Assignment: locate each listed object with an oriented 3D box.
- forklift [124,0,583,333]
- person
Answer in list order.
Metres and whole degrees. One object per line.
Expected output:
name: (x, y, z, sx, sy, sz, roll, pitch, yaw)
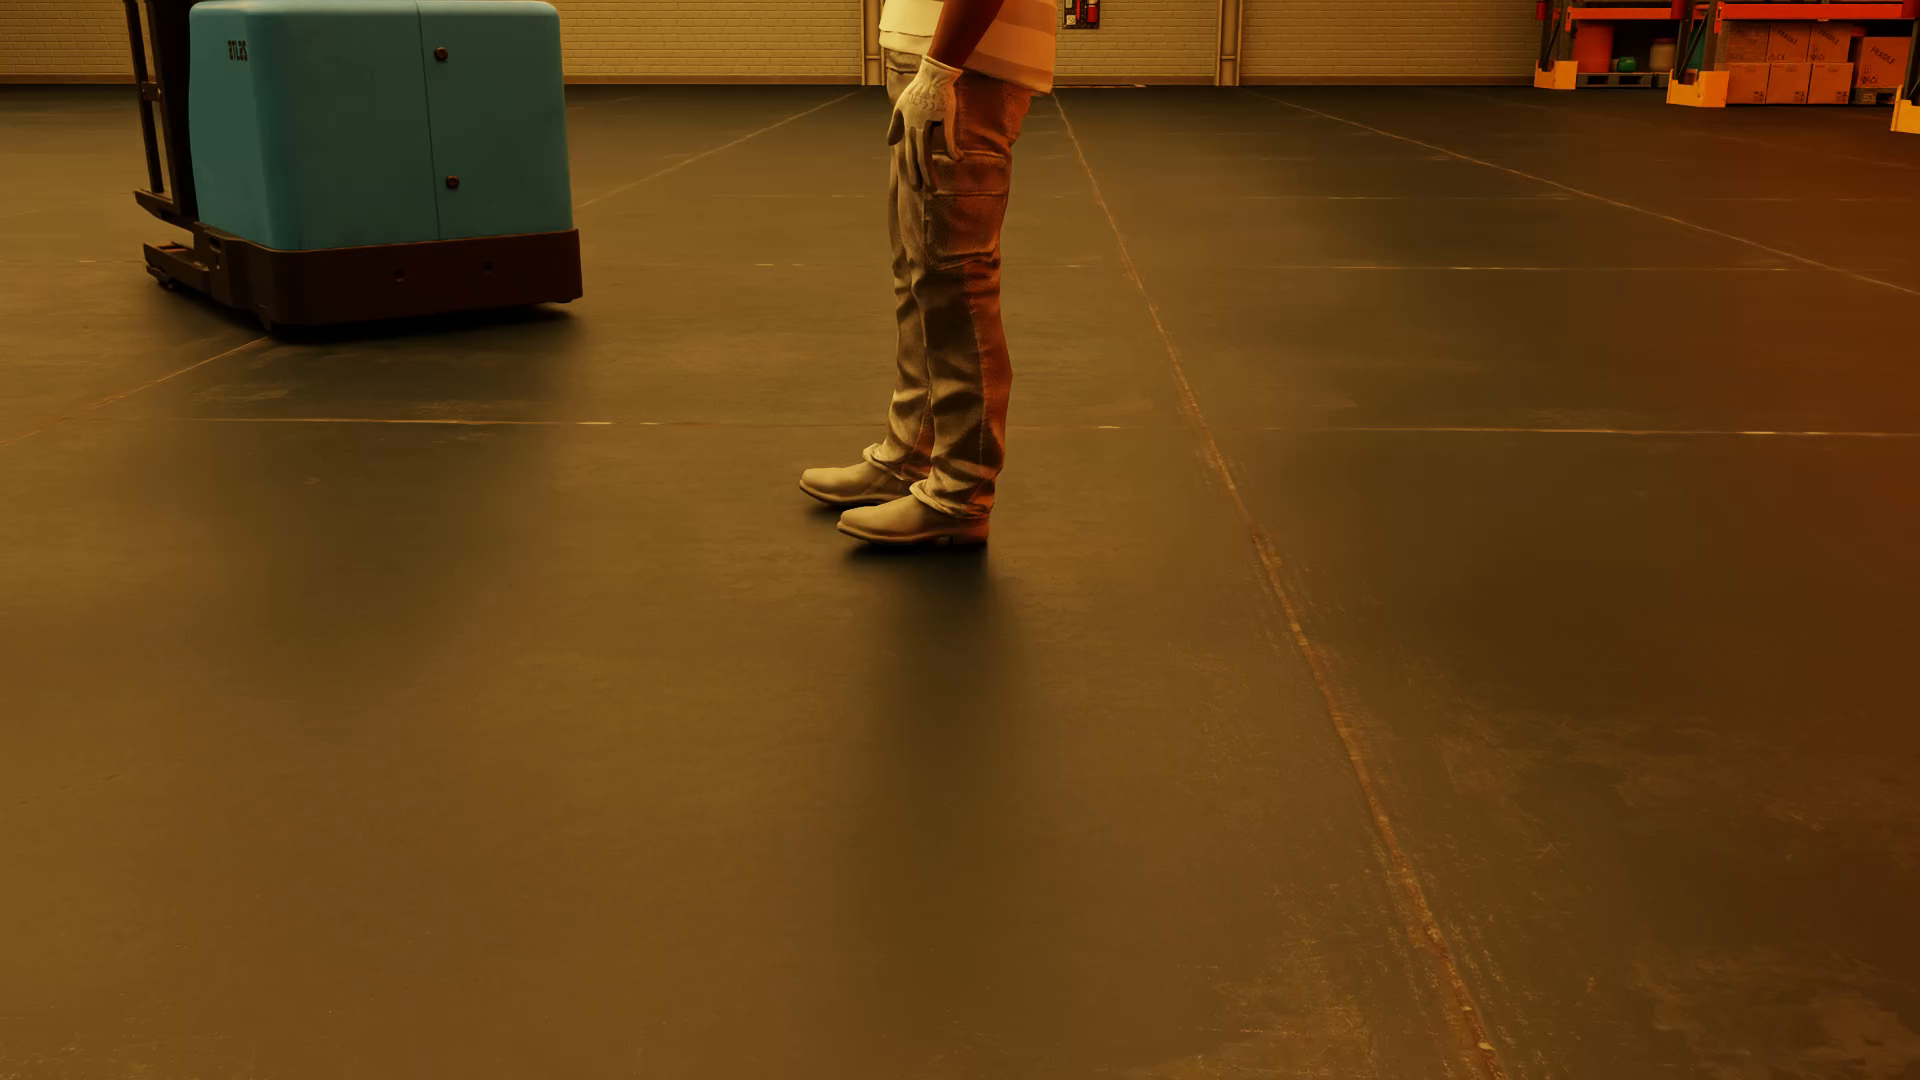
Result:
forklift: (-2.624, -2.457, 6.341, 1.130, 2.935, 3.031, -12, 21, -35)
person: (-0.071, -0.862, 3.116, 0.577, 1.782, 0.656, 1, 17, 2)
